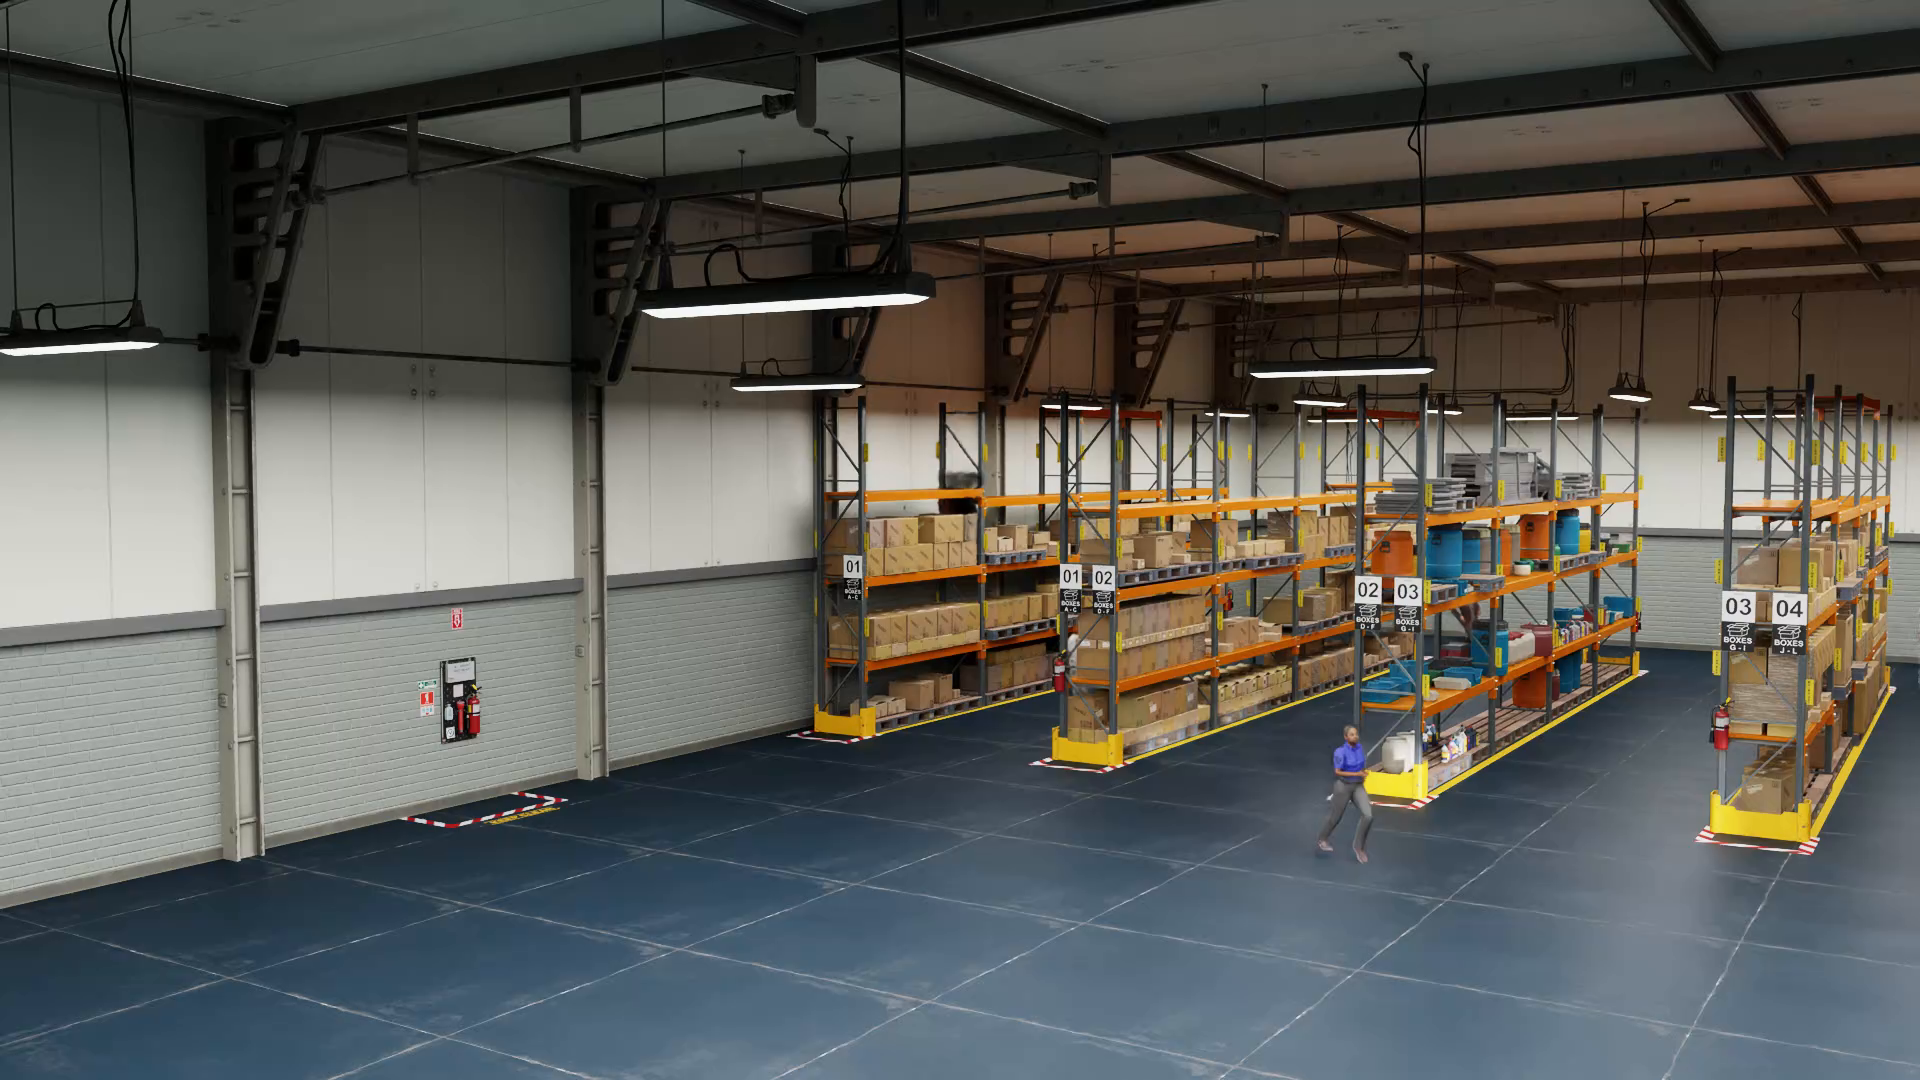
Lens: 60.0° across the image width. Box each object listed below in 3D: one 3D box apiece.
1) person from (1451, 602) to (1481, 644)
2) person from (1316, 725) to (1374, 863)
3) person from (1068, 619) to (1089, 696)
[{"bbox_3d":[12.280,2.022,40.294,0.717,1.741,1.005,-1,3,-24],"label":"person"},{"bbox_3d":[4.794,3.112,20.489,0.586,1.682,0.880,-1,3,-24],"label":"person"},{"bbox_3d":[2.129,2.317,29.569,0.648,1.823,0.613,1,3,25],"label":"person"}]
